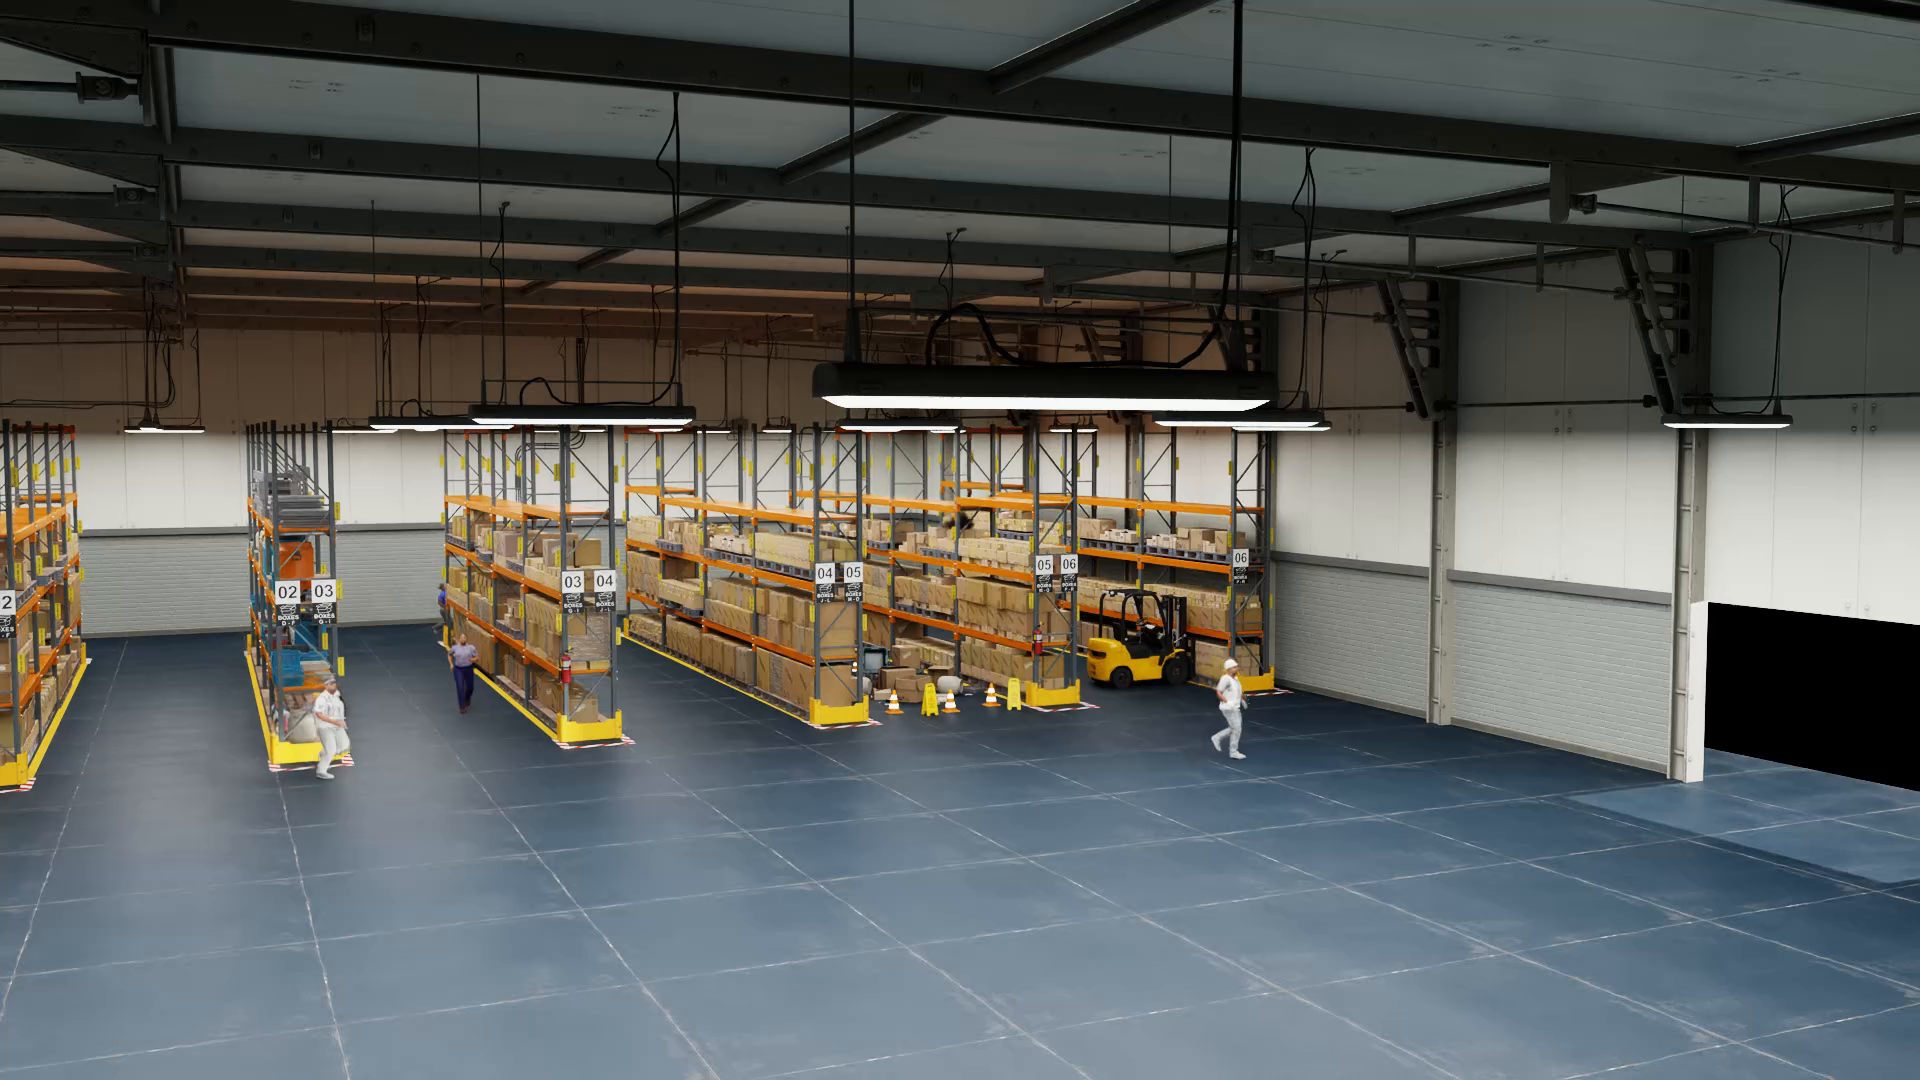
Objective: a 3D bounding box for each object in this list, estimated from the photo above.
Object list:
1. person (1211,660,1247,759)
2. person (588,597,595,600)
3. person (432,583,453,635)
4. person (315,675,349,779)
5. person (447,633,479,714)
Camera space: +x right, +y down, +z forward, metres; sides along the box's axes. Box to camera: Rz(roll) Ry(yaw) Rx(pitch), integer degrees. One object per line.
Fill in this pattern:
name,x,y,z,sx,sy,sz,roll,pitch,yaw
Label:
person,4.761,2.994,29.566,0.696,1.749,0.705,2,4,28
person,-10.801,1.923,47.384,0.846,1.681,0.609,0,4,1
person,-14.549,1.998,46.794,0.683,1.601,0.607,-1,4,-9
person,-10.513,3.115,27.841,0.657,1.737,0.662,1,4,17
person,-10.298,2.737,34.502,0.614,1.624,0.904,-2,4,-23
